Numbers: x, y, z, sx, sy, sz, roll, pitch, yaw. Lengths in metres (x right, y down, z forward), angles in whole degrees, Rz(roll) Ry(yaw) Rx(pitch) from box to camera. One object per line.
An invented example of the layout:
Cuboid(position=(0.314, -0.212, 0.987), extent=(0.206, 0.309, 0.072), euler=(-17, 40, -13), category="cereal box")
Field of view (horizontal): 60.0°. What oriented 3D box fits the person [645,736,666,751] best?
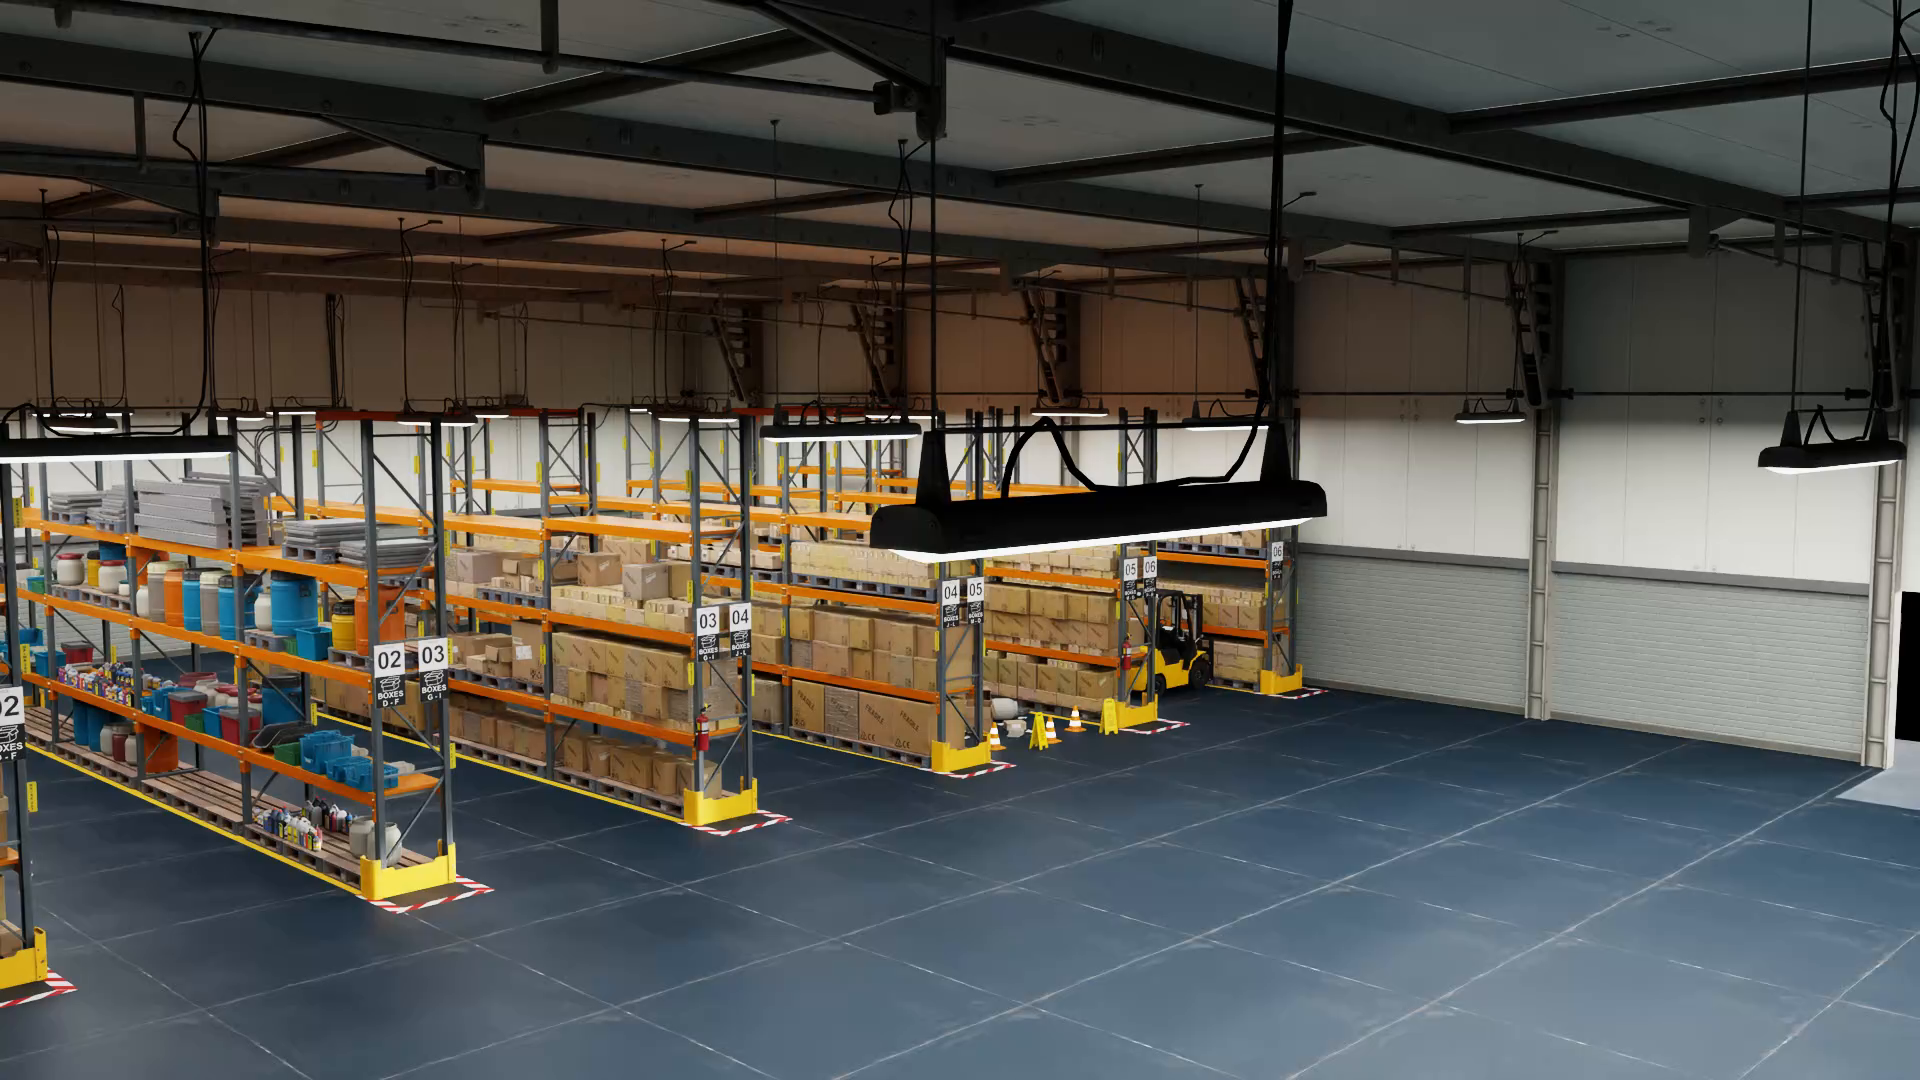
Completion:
Cuboid(position=(-5.199, 2.977, 28.667), extent=(0.541, 1.707, 0.493), euler=(-1, 5, -16), category="person")
